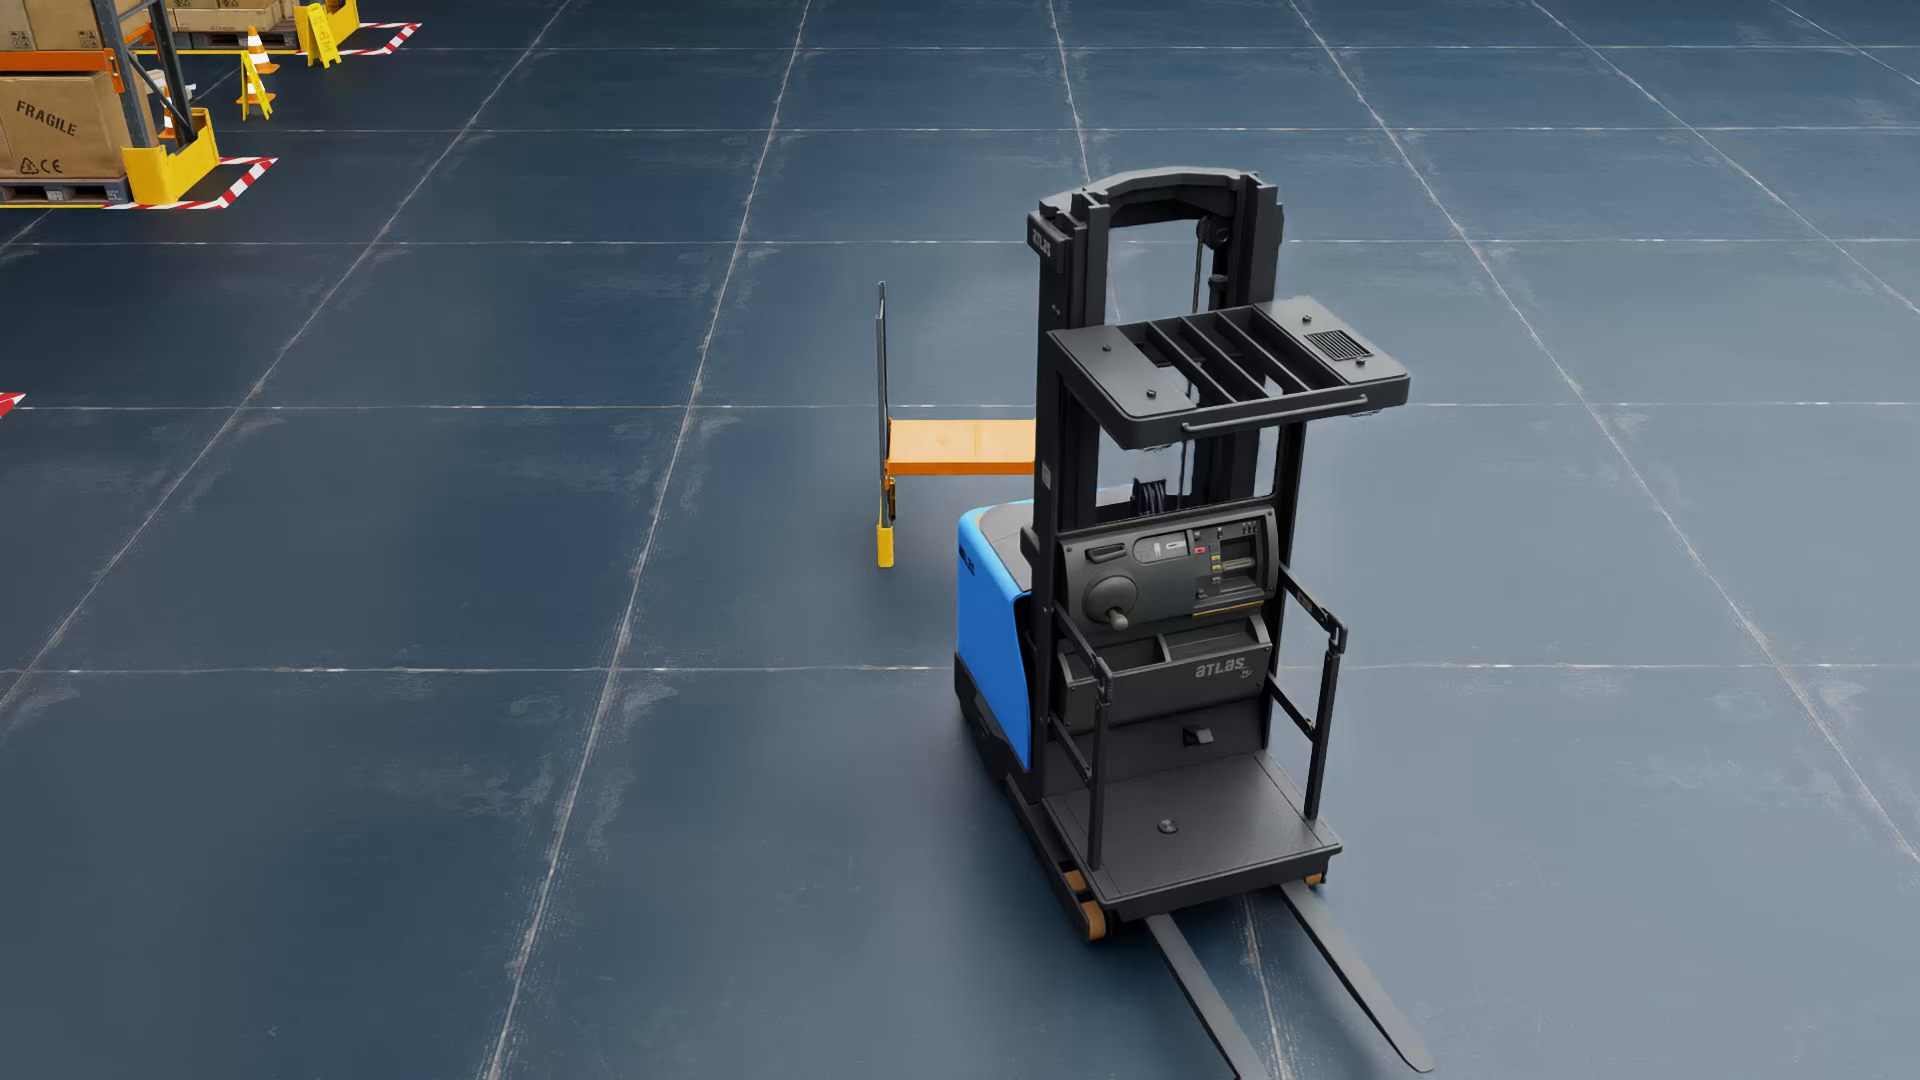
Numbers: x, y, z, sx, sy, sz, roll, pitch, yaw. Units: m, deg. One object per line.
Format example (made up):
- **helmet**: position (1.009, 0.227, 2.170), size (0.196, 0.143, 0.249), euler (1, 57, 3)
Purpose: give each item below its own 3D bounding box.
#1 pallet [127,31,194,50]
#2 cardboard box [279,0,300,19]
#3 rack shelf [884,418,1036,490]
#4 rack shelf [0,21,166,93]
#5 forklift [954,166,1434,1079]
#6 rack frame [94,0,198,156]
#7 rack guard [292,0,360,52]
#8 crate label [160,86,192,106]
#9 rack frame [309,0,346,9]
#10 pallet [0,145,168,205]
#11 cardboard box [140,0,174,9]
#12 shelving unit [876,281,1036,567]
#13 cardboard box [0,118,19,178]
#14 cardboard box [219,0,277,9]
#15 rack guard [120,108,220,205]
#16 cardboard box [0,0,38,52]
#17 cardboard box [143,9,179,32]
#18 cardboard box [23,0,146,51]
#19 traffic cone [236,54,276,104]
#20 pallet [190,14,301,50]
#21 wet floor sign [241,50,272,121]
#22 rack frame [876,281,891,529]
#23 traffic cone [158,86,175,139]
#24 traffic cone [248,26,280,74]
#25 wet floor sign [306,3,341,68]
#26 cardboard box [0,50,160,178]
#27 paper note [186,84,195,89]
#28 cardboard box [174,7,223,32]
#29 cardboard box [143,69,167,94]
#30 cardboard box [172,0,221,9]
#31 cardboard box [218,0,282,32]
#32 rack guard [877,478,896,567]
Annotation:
- **pallet**: position (-9.272, -5.880, 19.127), size (1.213, 0.211, 1.003), euler (0, 31, 0)
- **cardboard box**: position (-7.975, -6.204, 19.218), size (0.500, 0.250, 0.500), euler (0, 31, -1)
- **rack shelf**: position (0.085, -0.488, 9.344), size (1.000, 0.185, 0.538), euler (0, 31, 0)
- **rack shelf**: position (-9.035, -4.178, 14.327), size (4.000, 0.370, 1.077), euler (0, 31, 0)
- **forklift**: position (0.925, 0.171, 6.532), size (1.130, 2.935, 3.031), euler (-10, 33, -16)
- **rack frame**: position (-7.035, -4.492, 14.150), size (0.127, 3.000, 1.000), euler (0, 31, 0)
- **rack guard**: position (-7.242, -5.990, 19.030), size (0.348, 0.500, 1.175), euler (0, 31, 0)
- **crate label**: position (-8.028, -4.555, 17.015), size (0.298, 0.136, 0.250), euler (-17, 35, -26)
- **rack frame**: position (-7.166, -7.059, 18.382), size (0.127, 3.000, 1.000), euler (0, 31, 0)
- **pallet**: position (-7.834, -3.256, 14.803), size (1.213, 0.211, 1.003), euler (0, 31, 0)
- **cardboard box**: position (-8.992, -6.244, 18.562), size (0.500, 0.500, 0.500), euler (-1, 31, -1)
- **shelving unit**: position (0.076, -0.641, 9.250), size (1.083, 1.500, 0.587), euler (0, 31, 0)
- **cardboard box**: position (-8.593, -3.723, 14.526), size (0.875, 0.875, 0.875), euler (-1, 31, -1)
- **cardboard box**: position (-7.966, -6.246, 18.565), size (0.500, 0.500, 0.500), euler (0, 31, 0)
- **rack guard**: position (-7.011, -3.423, 14.799), size (0.348, 0.500, 1.175), euler (0, 31, 0)
- **cardboard box**: position (-7.956, -4.518, 14.049), size (0.550, 0.550, 0.875), euler (0, 31, 0)
- **cardboard box**: position (-9.014, -5.919, 18.749), size (0.500, 0.250, 0.500), euler (-1, 31, -2)
- **cardboard box**: position (-7.406, -4.531, 14.071), size (0.550, 0.550, 0.875), euler (0, 31, 0)
- **traffic cone**: position (-7.242, -4.729, 16.988), size (0.334, 0.463, 0.336), euler (0, 31, 0)
- **pallet**: position (-8.055, -5.882, 19.131), size (1.213, 0.211, 1.003), euler (0, 31, 0)
- **wet floor sign**: position (-7.018, -4.512, 16.454), size (0.232, 0.644, 0.267), euler (-5, 32, -9)
- **rack frame**: position (-0.423, -0.640, 9.248), size (0.032, 1.500, 0.500), euler (0, 31, 0)
- **traffic cone**: position (-7.575, -4.142, 16.020), size (0.334, 0.463, 0.336), euler (0, 31, 0)
- **traffic cone**: position (-7.588, -5.304, 17.935), size (0.334, 0.463, 0.336), euler (0, 31, 0)
- **wet floor sign**: position (-6.970, -5.498, 18.079), size (0.232, 0.644, 0.267), euler (10, 33, 17)
- **cardboard box**: position (-7.713, -3.726, 14.533), size (0.875, 0.875, 0.875), euler (0, 31, 0)
- **paper note**: position (-8.099, -4.754, 17.445), size (0.142, 0.019, 0.148), euler (-11, 33, -17)
- **cardboard box**: position (-8.491, -5.923, 18.756), size (0.500, 0.250, 0.500), euler (0, 31, 0)
- **cardboard box**: position (-8.464, -4.788, 17.388), size (0.250, 0.149, 0.380), euler (16, 35, 25)
- **cardboard box**: position (-8.488, -6.242, 18.559), size (0.500, 0.500, 0.500), euler (1, 31, 2)
- **cardboard box**: position (-7.997, -5.921, 18.752), size (0.500, 0.250, 0.500), euler (0, 31, -1)
- **rack guard**: position (-0.422, -0.106, 9.572), size (0.087, 0.250, 0.587), euler (0, 31, 0)
